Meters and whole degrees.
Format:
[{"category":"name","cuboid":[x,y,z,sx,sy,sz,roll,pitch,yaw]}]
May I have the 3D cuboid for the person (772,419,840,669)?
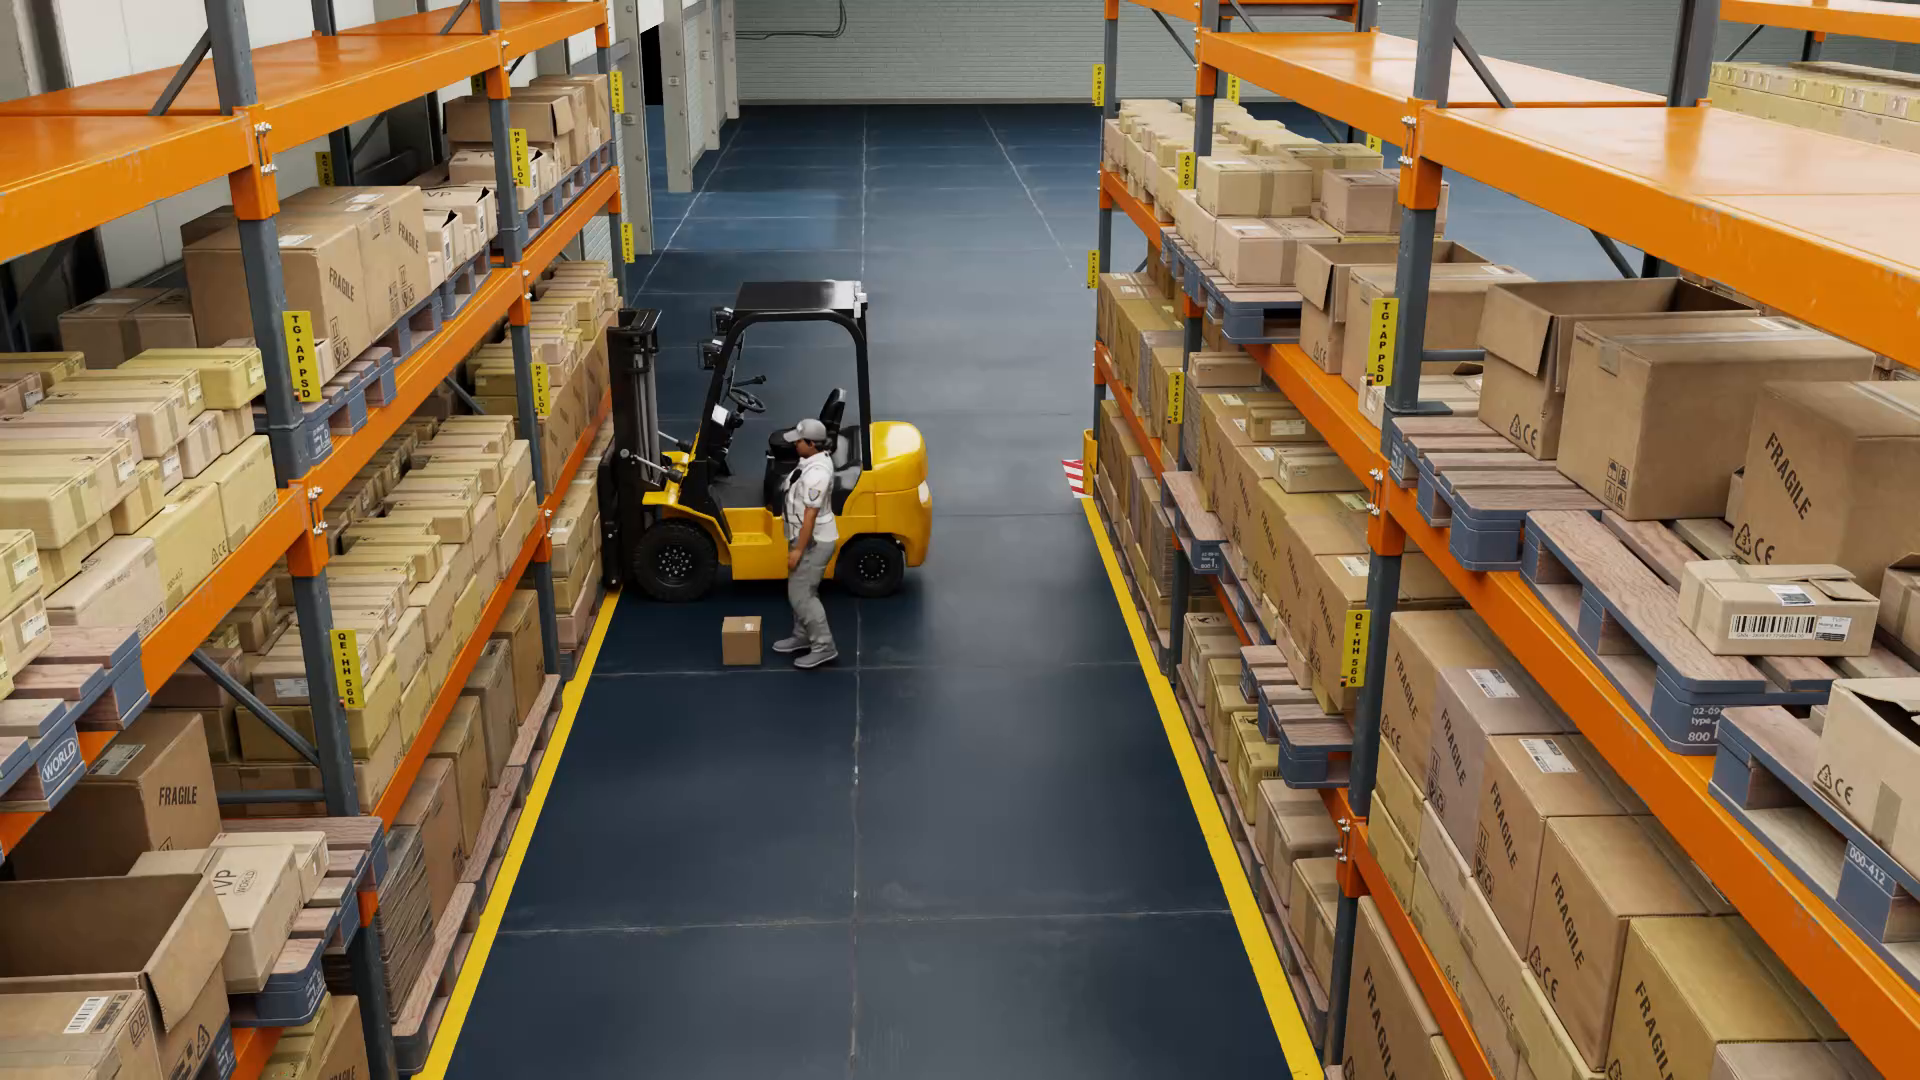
[{"category":"person","cuboid":[-1.036,0.006,11.017,0.468,1.671,0.523,-3,21,-7]}]
